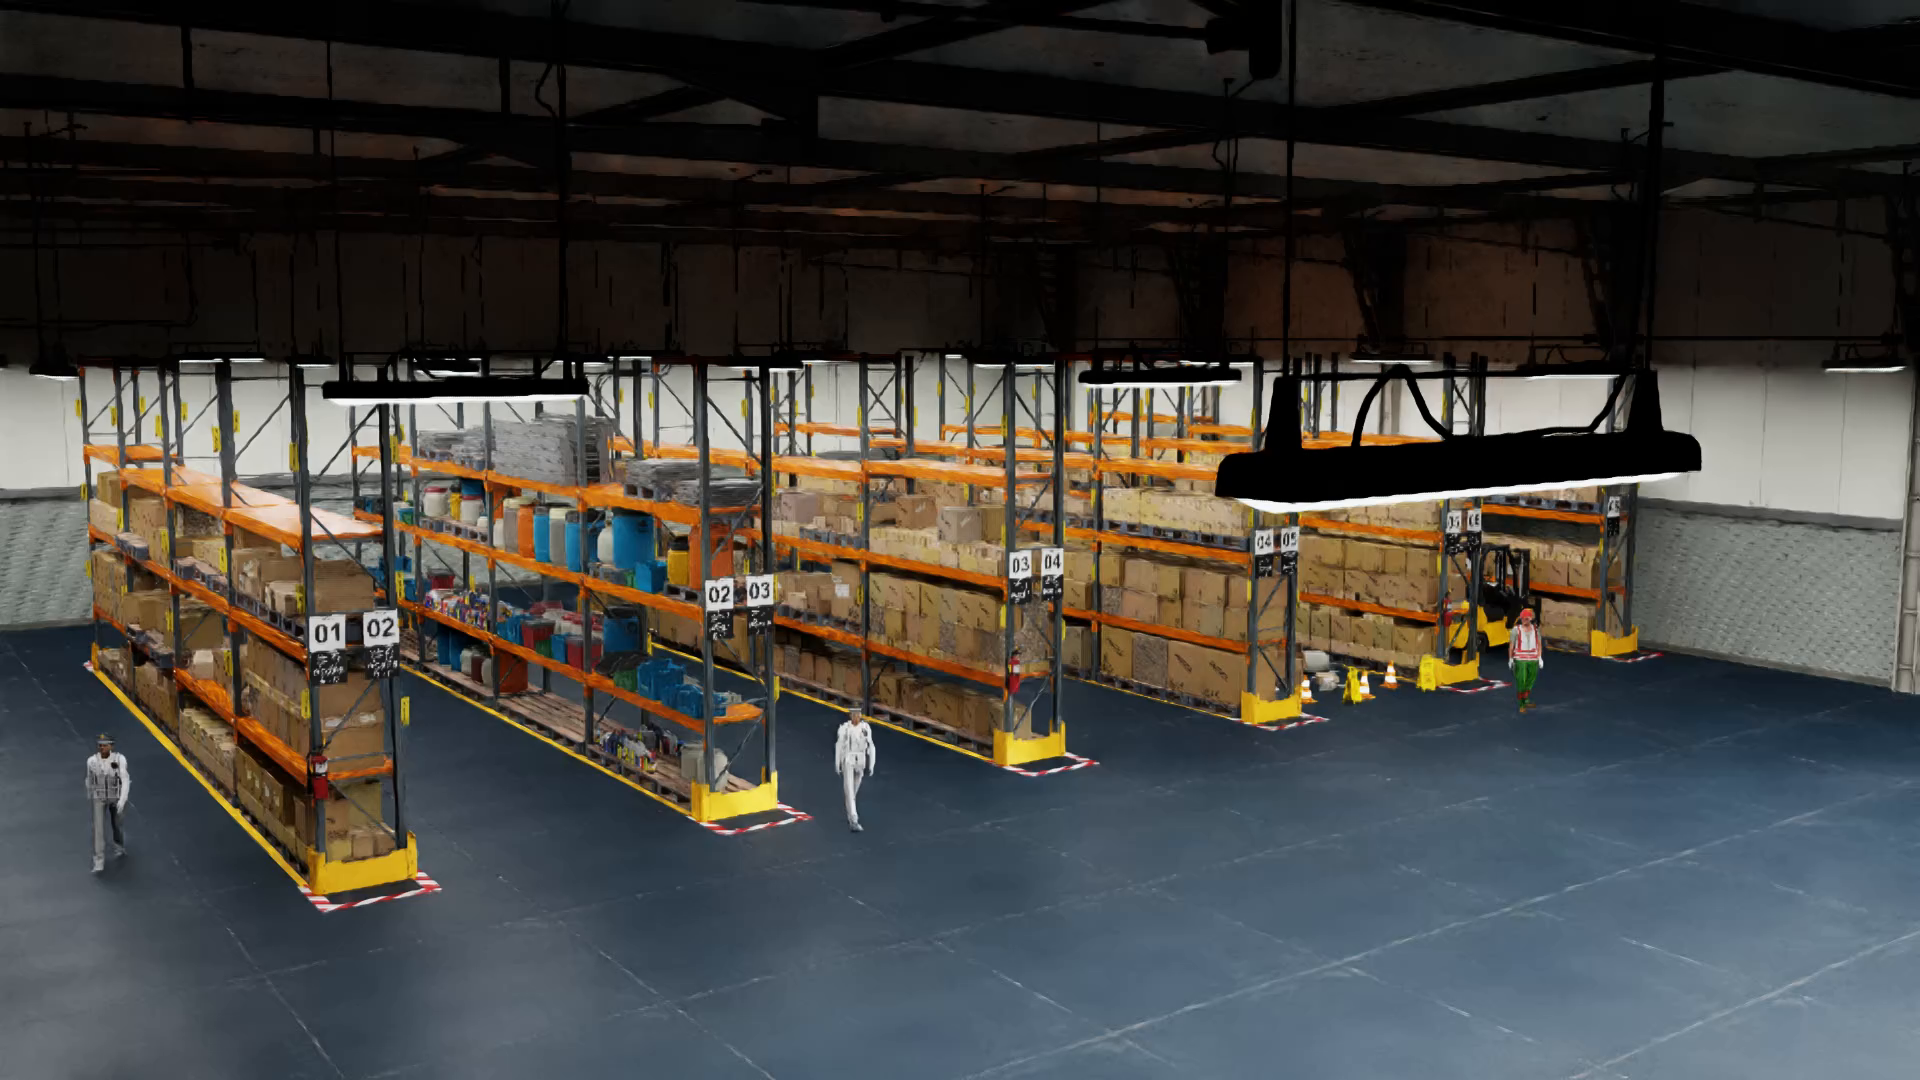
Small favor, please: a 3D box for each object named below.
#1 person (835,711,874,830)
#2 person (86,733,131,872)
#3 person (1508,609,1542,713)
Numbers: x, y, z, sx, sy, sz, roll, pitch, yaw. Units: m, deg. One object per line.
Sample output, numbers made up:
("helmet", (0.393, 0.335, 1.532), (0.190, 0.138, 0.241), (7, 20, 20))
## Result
("person", (-1.370, 2.908, 21.637), (0.411, 1.584, 0.978), (-3, 8, -26))
("person", (-10.234, 3.091, 19.999), (0.483, 1.619, 0.998), (-3, 8, -26))
("person", (9.616, 2.029, 28.322), (0.553, 1.773, 0.572), (0, 7, 0))
